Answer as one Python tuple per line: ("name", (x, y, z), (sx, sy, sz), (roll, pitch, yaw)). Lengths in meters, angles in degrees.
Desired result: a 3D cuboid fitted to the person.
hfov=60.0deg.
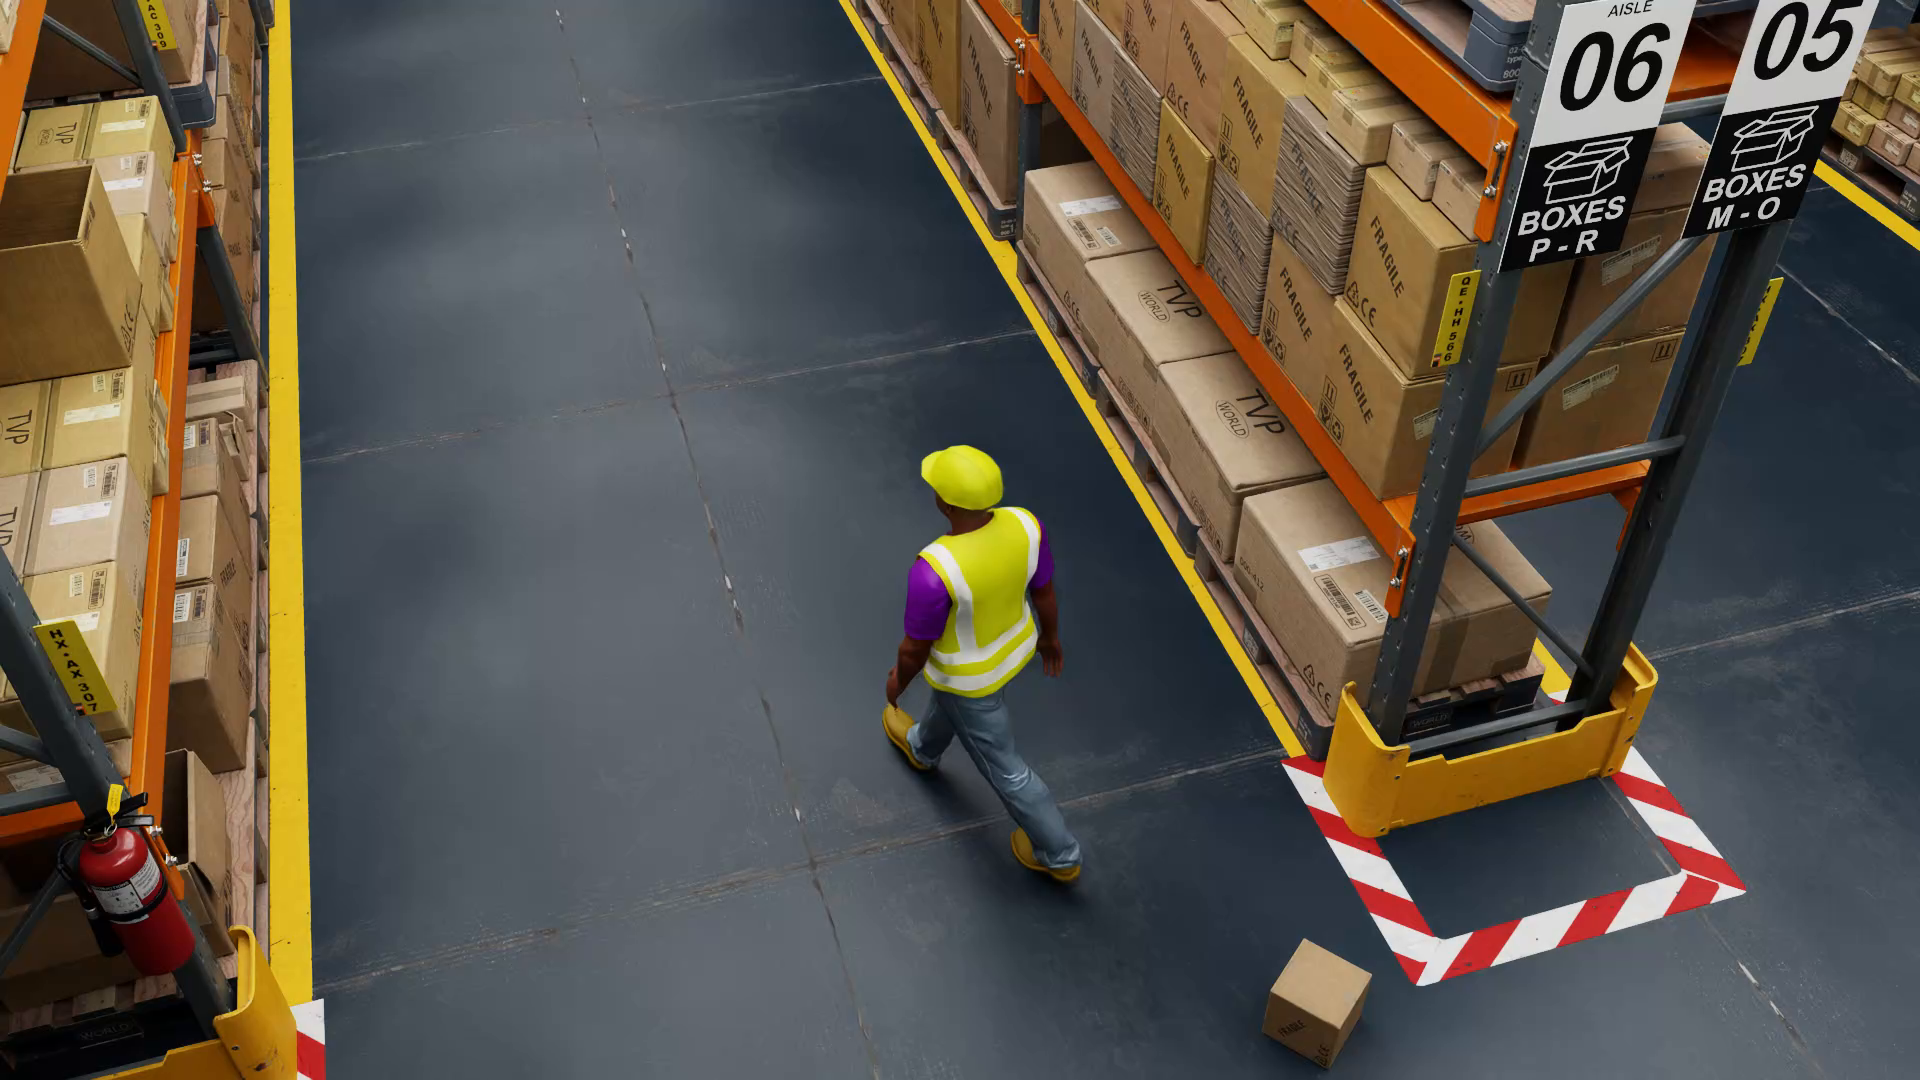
("person", (0.040, 0.393, 5.725), (1.079, 1.719, 0.582), (29, 50, 29))
